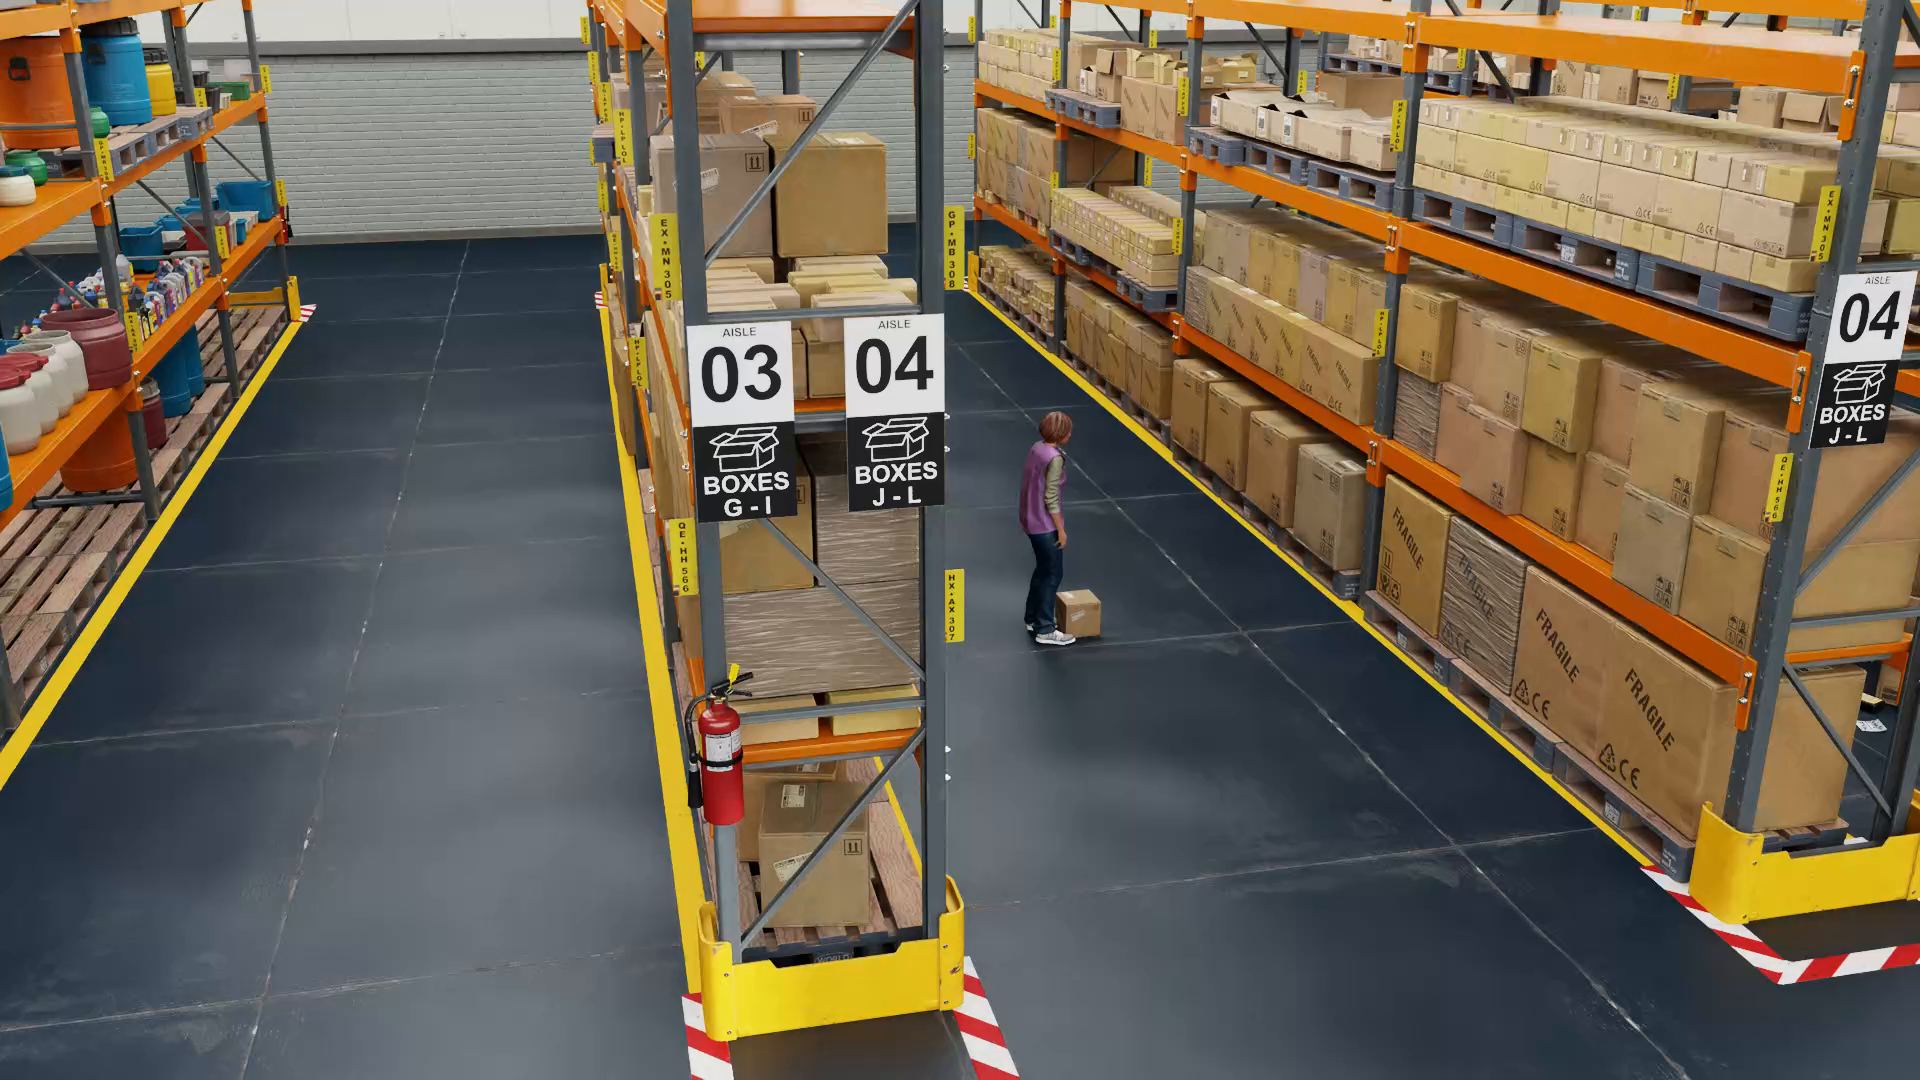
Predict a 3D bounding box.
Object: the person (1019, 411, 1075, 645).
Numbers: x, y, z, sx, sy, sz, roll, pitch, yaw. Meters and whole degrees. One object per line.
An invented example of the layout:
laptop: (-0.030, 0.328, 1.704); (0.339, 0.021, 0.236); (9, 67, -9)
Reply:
person: (0.589, -0.094, 11.347); (0.344, 1.593, 0.480); (-5, 21, -14)
